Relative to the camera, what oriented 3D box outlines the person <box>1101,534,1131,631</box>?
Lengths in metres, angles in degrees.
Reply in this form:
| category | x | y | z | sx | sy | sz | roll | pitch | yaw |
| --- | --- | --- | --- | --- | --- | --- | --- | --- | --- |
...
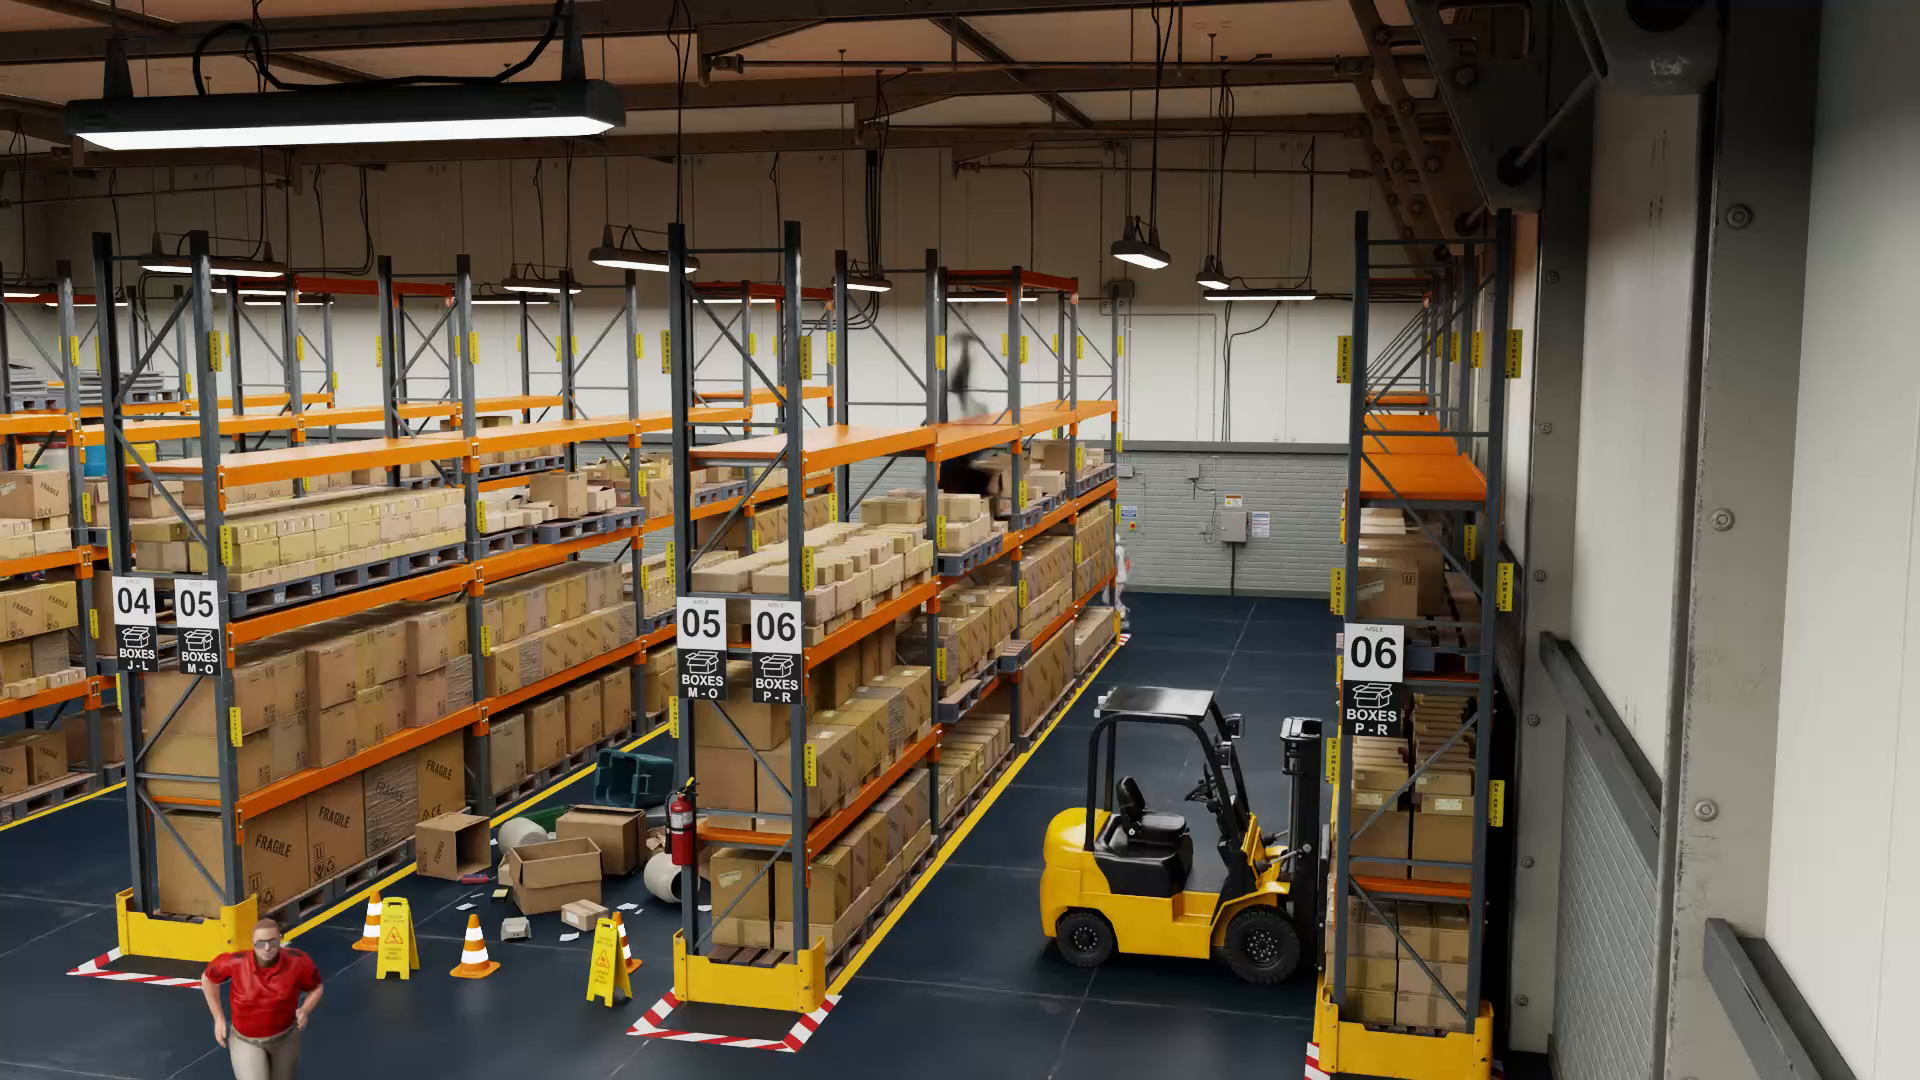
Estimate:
| category | x | y | z | sx | sy | sz | roll | pitch | yaw |
| --- | --- | --- | --- | --- | --- | --- | --- | --- | --- |
| person | 2.703 | 0.732 | 29.299 | 0.615 | 1.733 | 0.661 | 2 | 7 | 16 |

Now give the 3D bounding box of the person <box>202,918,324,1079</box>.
| category | x | y | z | sx | sy | sz | roll | pitch | yaw |
| --- | --- | --- | --- | --- | --- | --- | --- | --- | --- |
| person | -4.275 | 3.113 | 10.254 | 0.675 | 1.731 | 0.940 | -4 | 8 | -29 |
